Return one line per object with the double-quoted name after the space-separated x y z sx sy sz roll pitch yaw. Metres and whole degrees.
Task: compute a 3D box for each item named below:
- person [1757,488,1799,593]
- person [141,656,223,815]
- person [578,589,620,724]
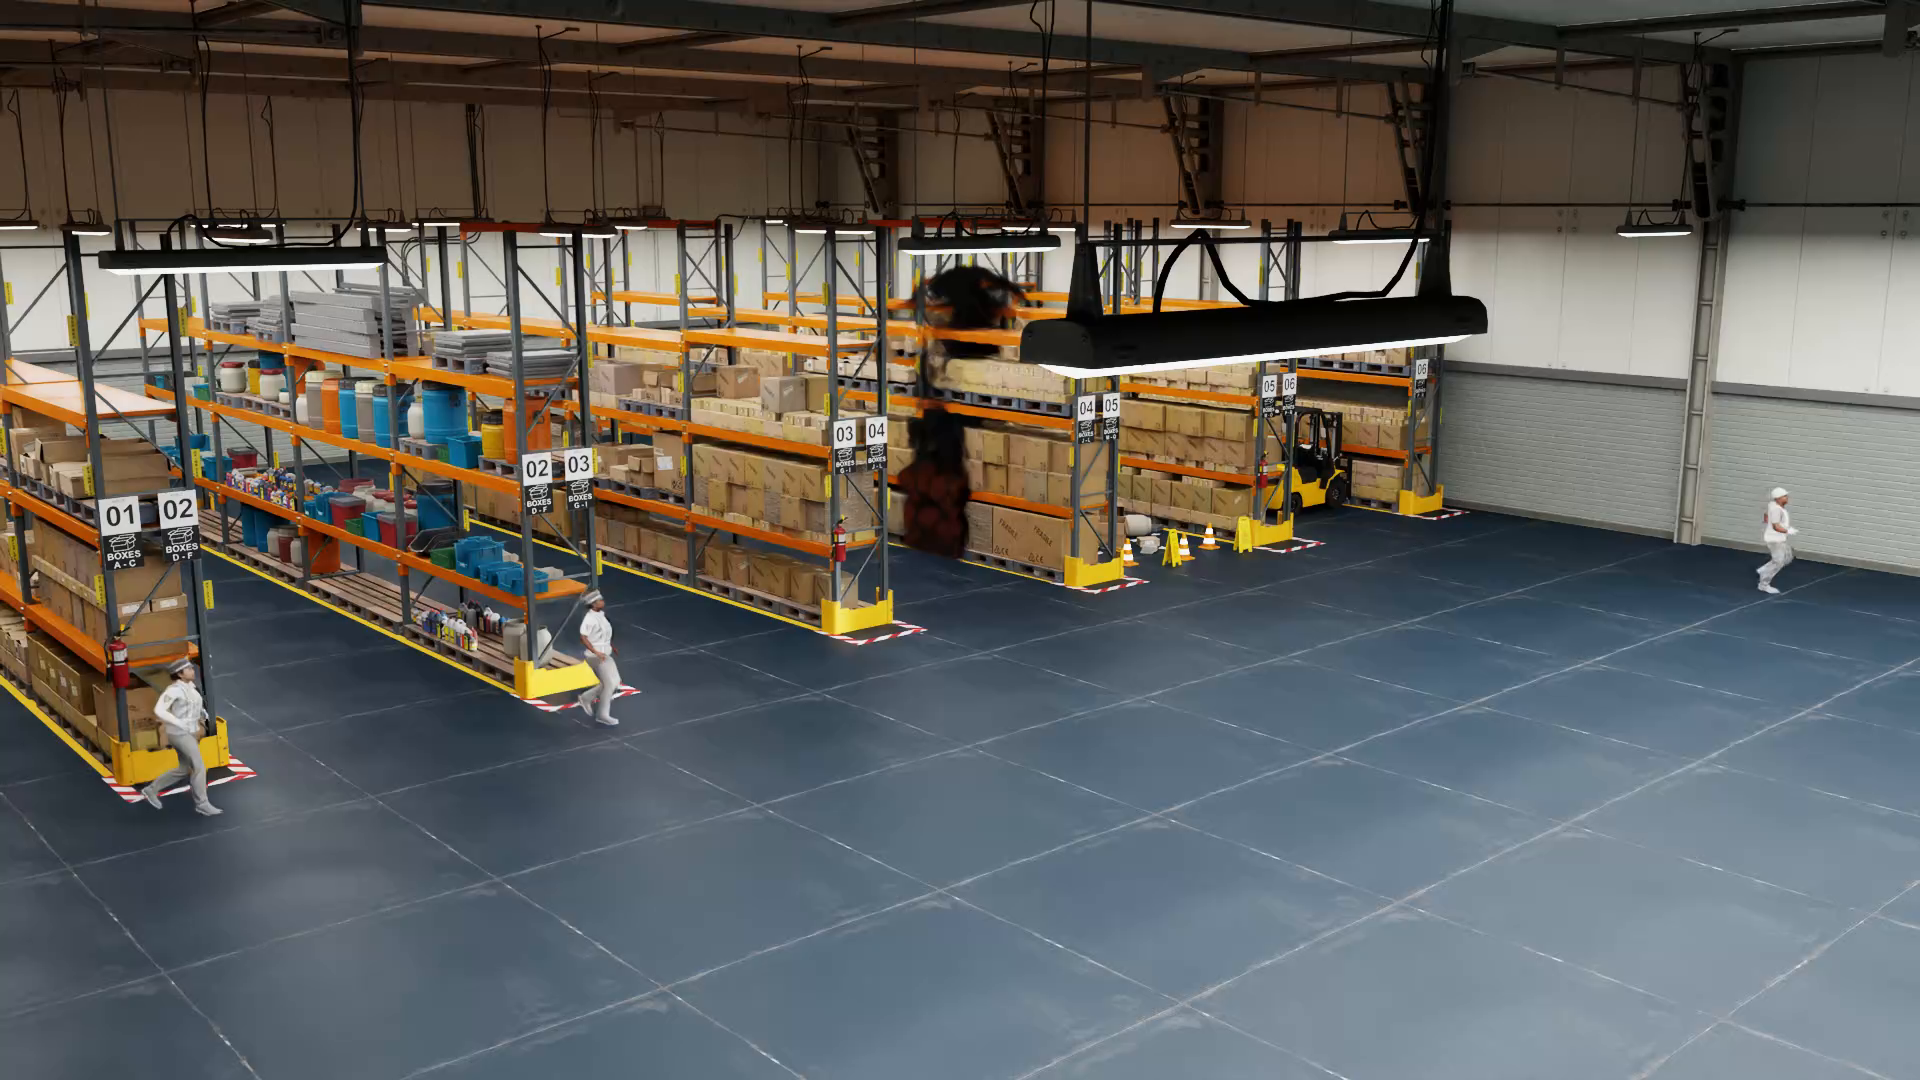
13.507 0.001 27.432 0.572 1.747 0.740 5 13 25 "person"
-8.230 2.063 17.558 0.827 1.702 0.637 -1 11 -5 "person"
-4.479 1.440 20.634 0.498 1.668 0.618 1 11 6 "person"
